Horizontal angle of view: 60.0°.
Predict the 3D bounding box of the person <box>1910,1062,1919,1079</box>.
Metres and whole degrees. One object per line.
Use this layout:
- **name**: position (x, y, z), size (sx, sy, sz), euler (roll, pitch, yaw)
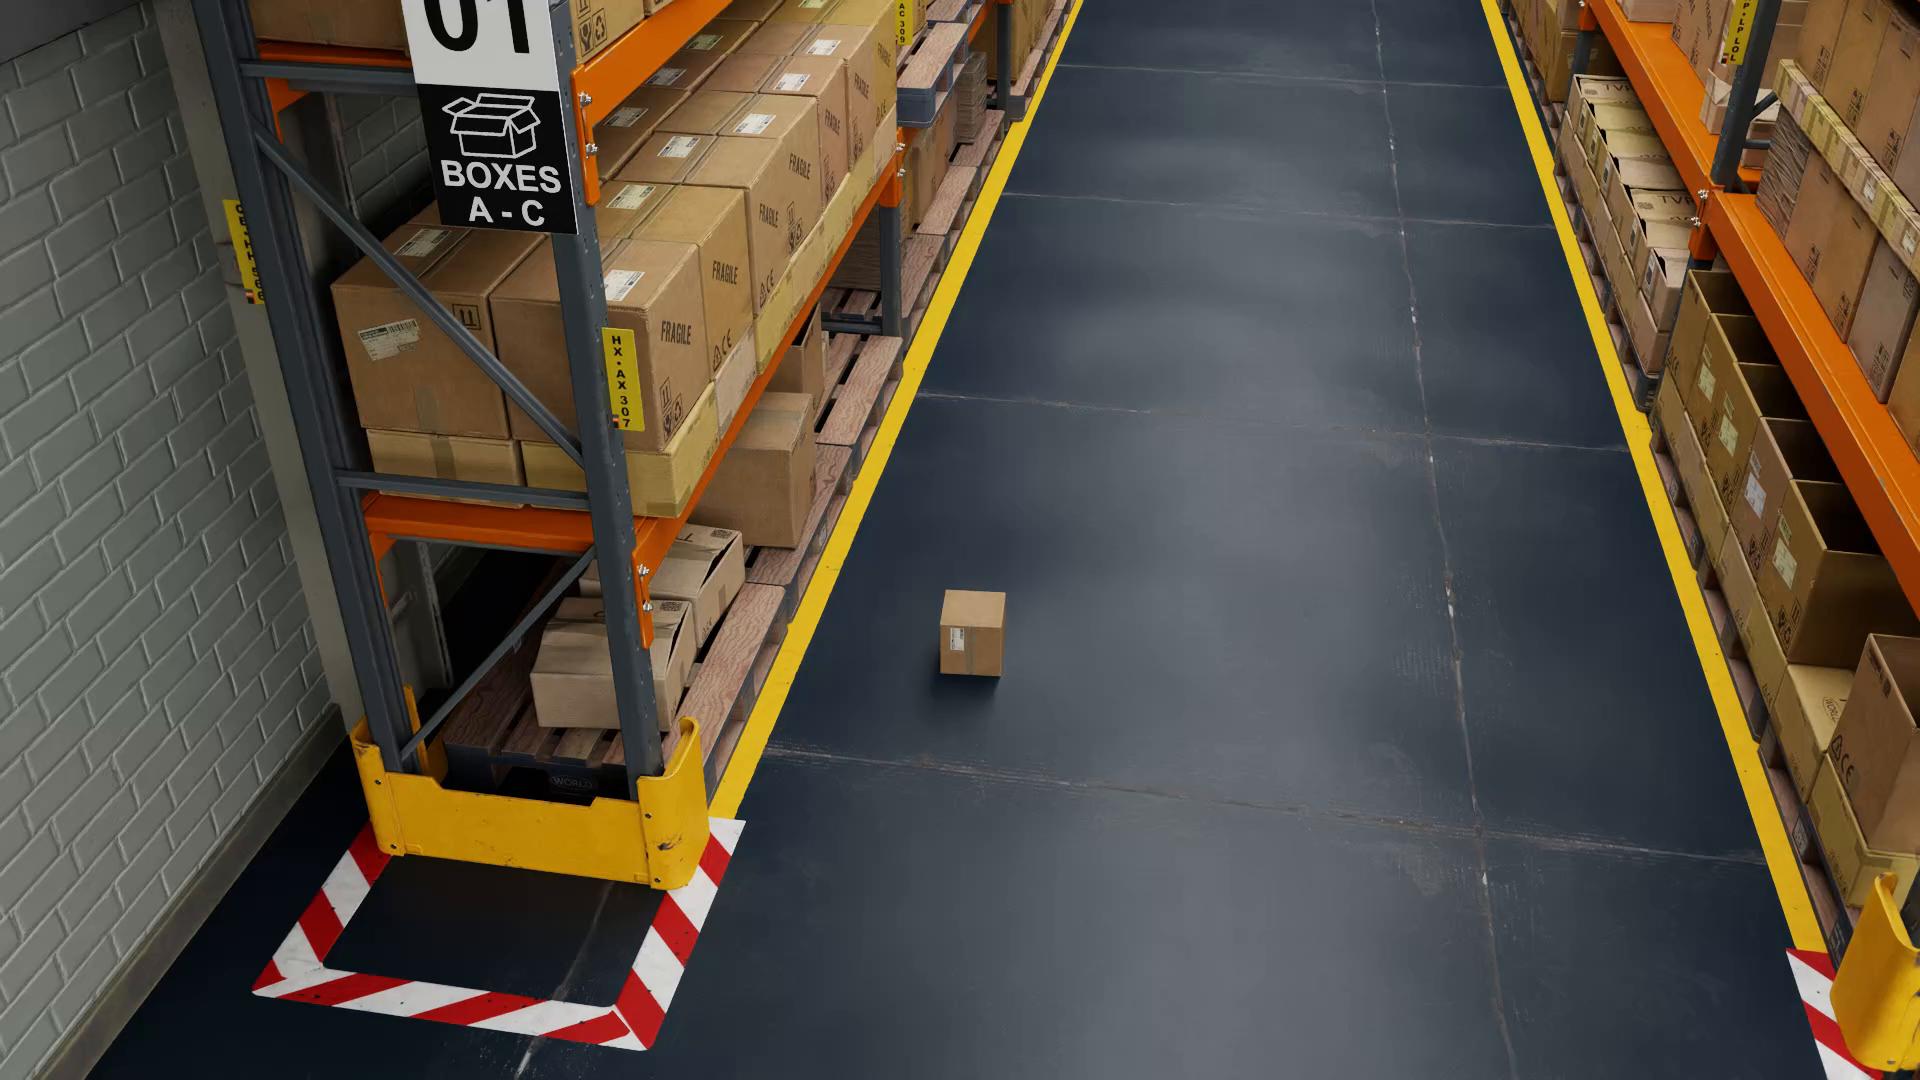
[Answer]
- **person**: position (2.414, 1.362, 4.004), size (0.910, 1.612, 0.443), euler (27, 41, 36)
